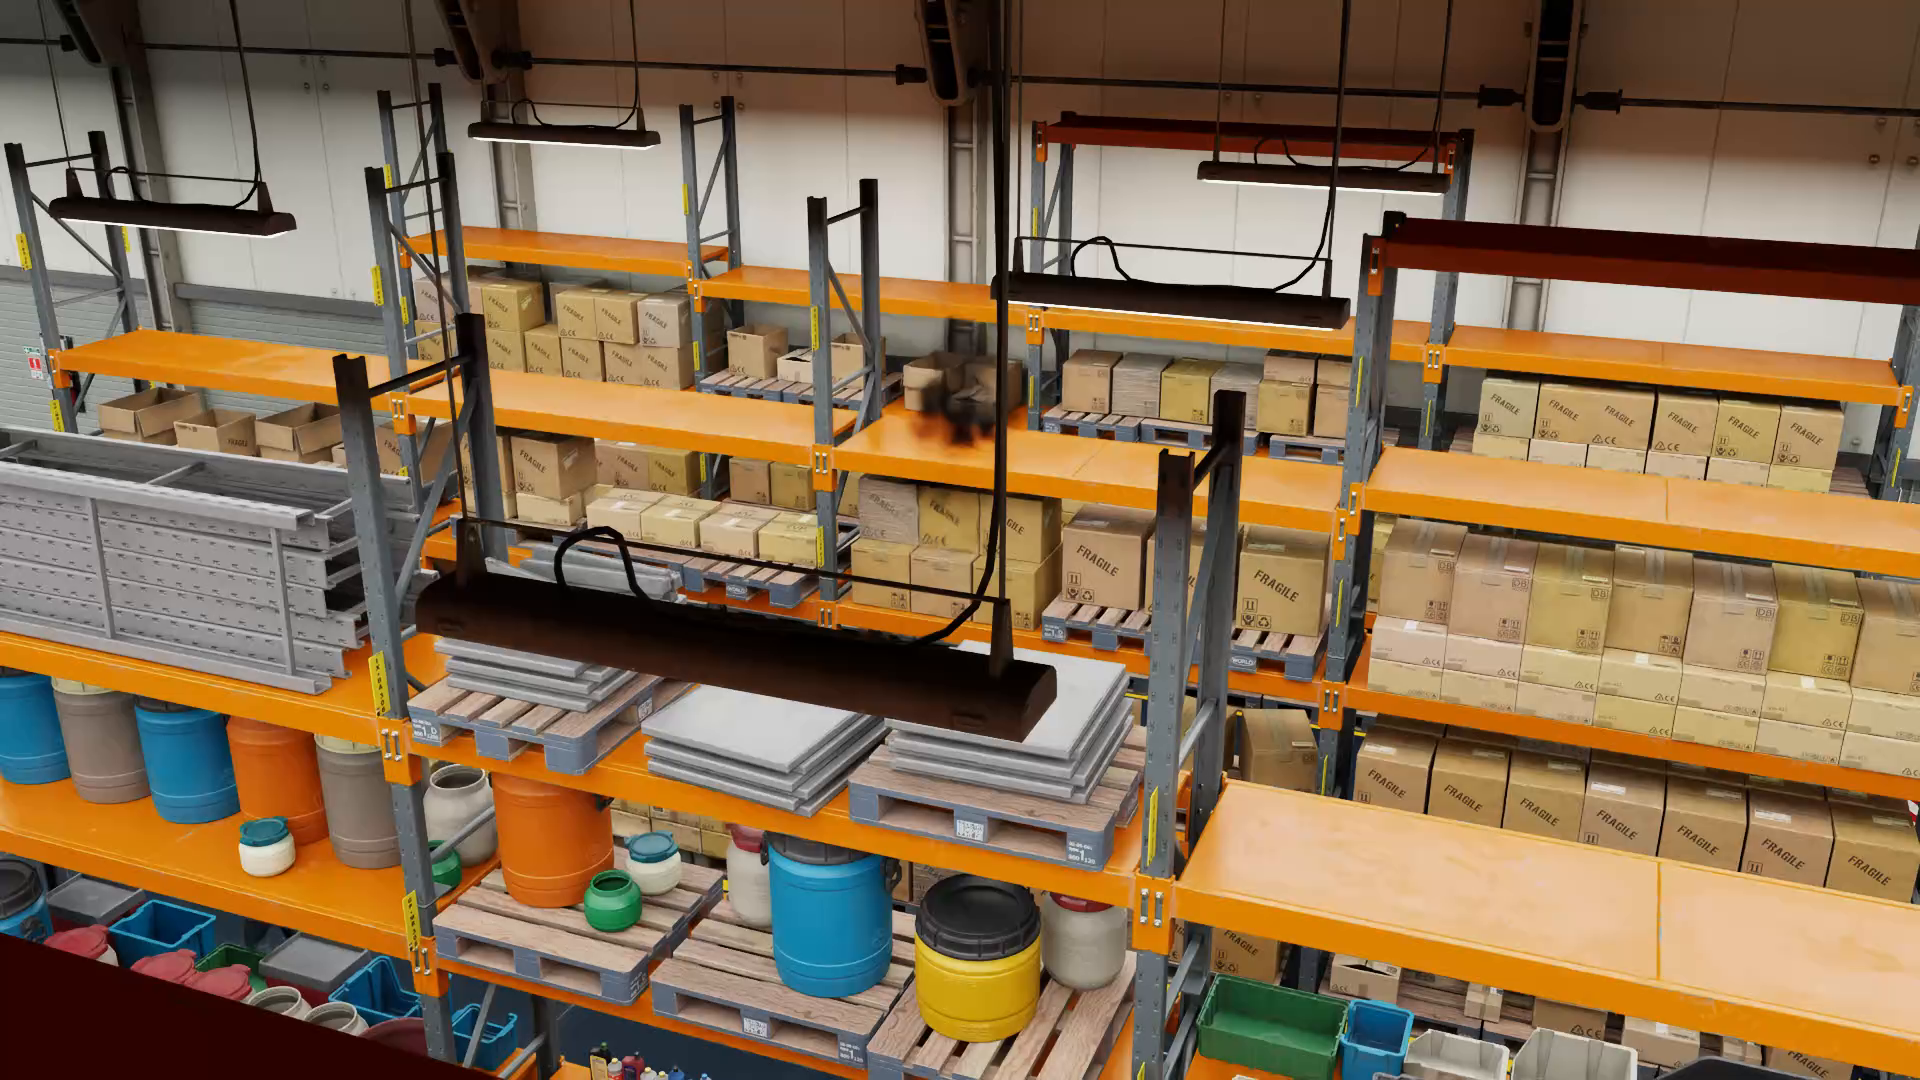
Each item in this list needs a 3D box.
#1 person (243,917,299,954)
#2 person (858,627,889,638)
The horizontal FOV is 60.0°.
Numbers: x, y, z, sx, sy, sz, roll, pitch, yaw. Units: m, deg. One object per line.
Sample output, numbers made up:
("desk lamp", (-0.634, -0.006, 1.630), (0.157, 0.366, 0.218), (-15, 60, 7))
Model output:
("person", (-5.191, 2.753, 12.661), (0.808, 1.839, 0.689), (10, 23, 24))
("person", (-0.919, 0.986, 16.771), (0.700, 1.766, 0.584), (6, 22, 16))
